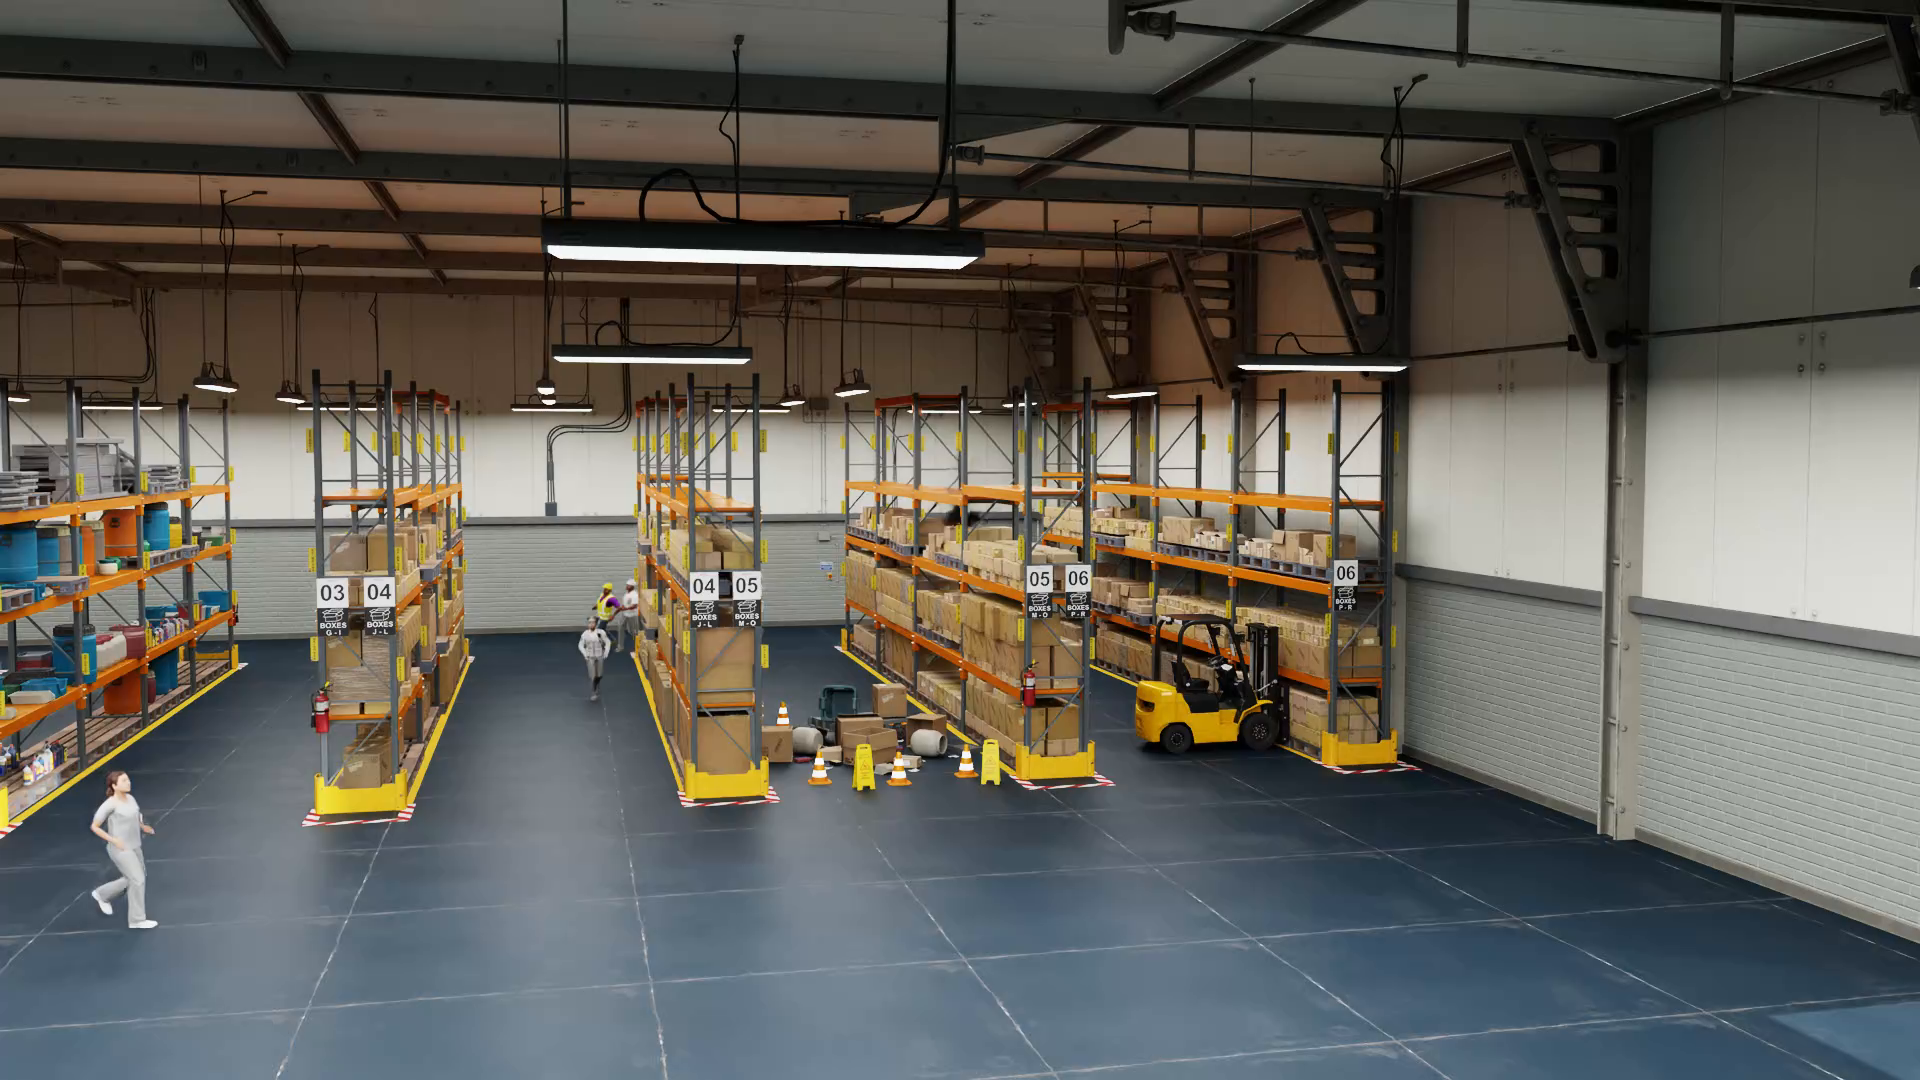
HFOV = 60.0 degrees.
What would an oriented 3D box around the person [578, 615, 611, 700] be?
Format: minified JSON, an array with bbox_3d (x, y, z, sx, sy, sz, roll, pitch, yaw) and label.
[{"bbox_3d":[-7.152,2.304,32.542,0.624,1.659,0.480,-1,3,-11],"label":"person"}]

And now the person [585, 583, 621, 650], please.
[{"bbox_3d":[-8.620,1.852,39.930,0.943,1.679,0.862,-1,3,-13],"label":"person"}]

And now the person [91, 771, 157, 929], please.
[{"bbox_3d":[-8.672,3.191,17.173,0.779,1.632,0.573,1,3,10],"label":"person"}]

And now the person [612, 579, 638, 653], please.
[{"bbox_3d":[-7.915,1.822,40.003,0.841,1.774,0.716,-2,4,-34],"label":"person"}]
